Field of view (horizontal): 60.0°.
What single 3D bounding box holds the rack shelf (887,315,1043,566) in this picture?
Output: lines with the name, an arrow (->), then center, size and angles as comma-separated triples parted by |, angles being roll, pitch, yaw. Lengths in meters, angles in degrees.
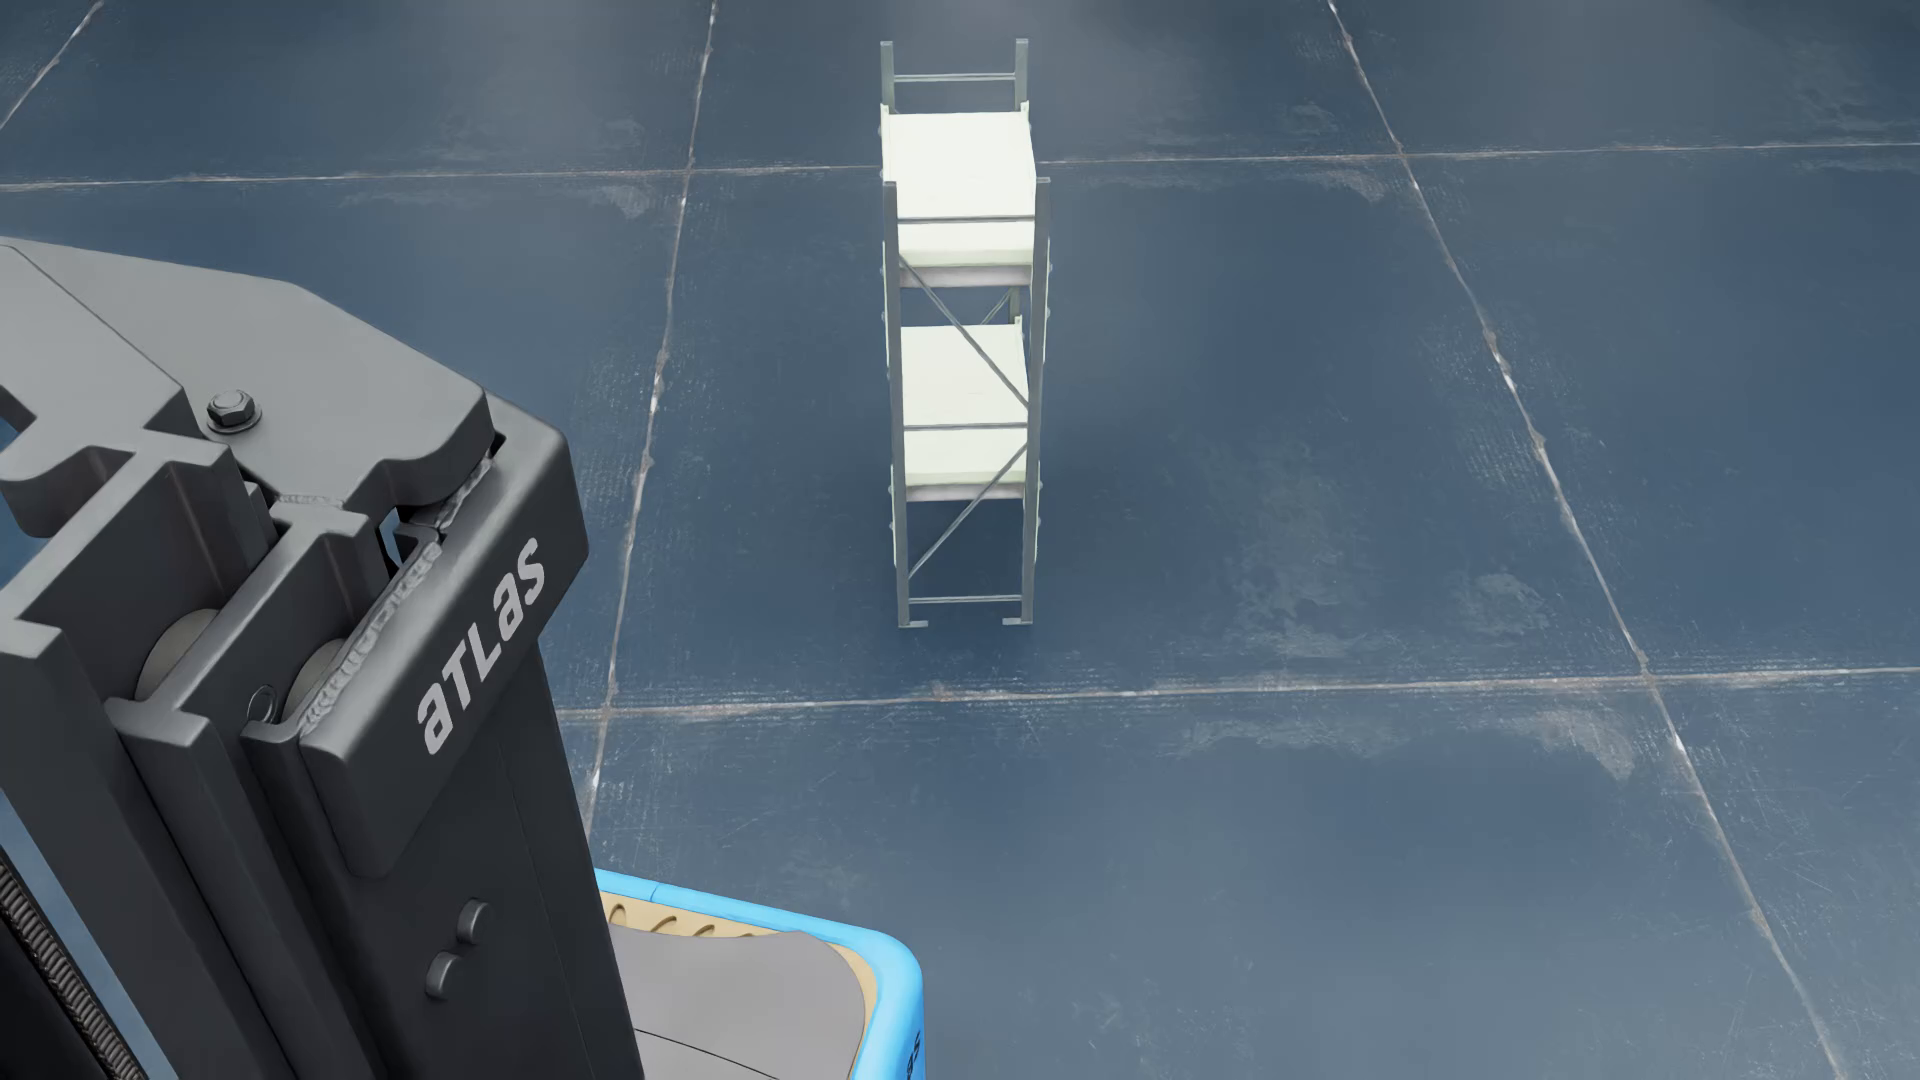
rack shelf -> 0.000, -0.308, 4.959 | 0.431, 0.370, 0.720 | -2, 43, -2

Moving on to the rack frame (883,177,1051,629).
rack frame -> 0.016, -0.301, 4.469 | 0.400, 1.500, 0.023 | -2, 43, -2

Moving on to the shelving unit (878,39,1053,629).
shelving unit -> 0.000, -0.548, 4.738 | 0.431, 1.500, 0.755 | -2, 43, -2

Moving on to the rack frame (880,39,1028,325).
rack frame -> -0.015, -0.795, 5.008 | 0.400, 1.500, 0.023 | -2, 43, -2

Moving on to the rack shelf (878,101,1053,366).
rack shelf -> 0.000, -0.836, 4.475 | 0.431, 0.370, 0.720 | -2, 43, -2
